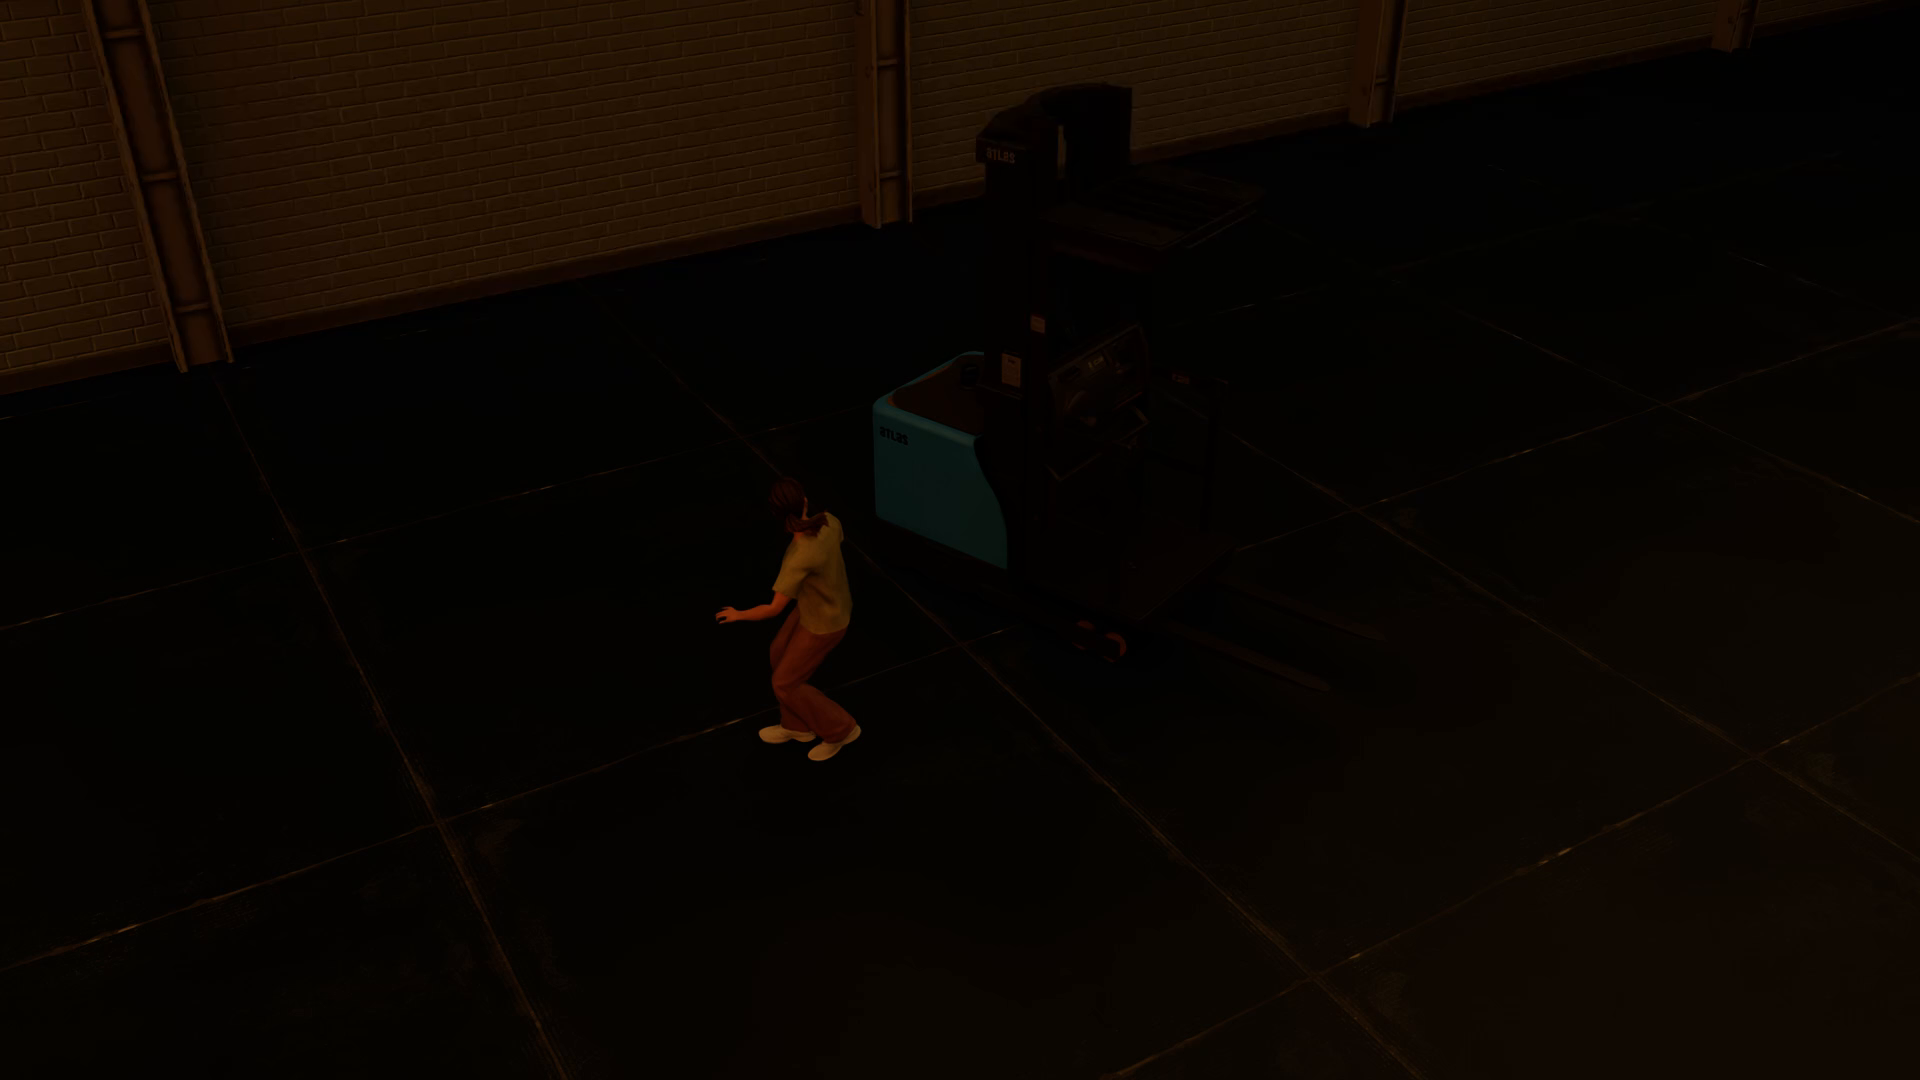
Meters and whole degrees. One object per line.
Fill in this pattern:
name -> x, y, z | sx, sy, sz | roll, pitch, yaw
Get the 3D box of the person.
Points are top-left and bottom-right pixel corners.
person -> -0.849, 0.375, 8.346 | 0.682, 1.570, 0.740 | 2, 31, 3

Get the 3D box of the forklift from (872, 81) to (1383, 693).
forklift -> 0.940, -0.881, 9.118 | 3.031, 2.935, 1.130 | 22, 37, 32
